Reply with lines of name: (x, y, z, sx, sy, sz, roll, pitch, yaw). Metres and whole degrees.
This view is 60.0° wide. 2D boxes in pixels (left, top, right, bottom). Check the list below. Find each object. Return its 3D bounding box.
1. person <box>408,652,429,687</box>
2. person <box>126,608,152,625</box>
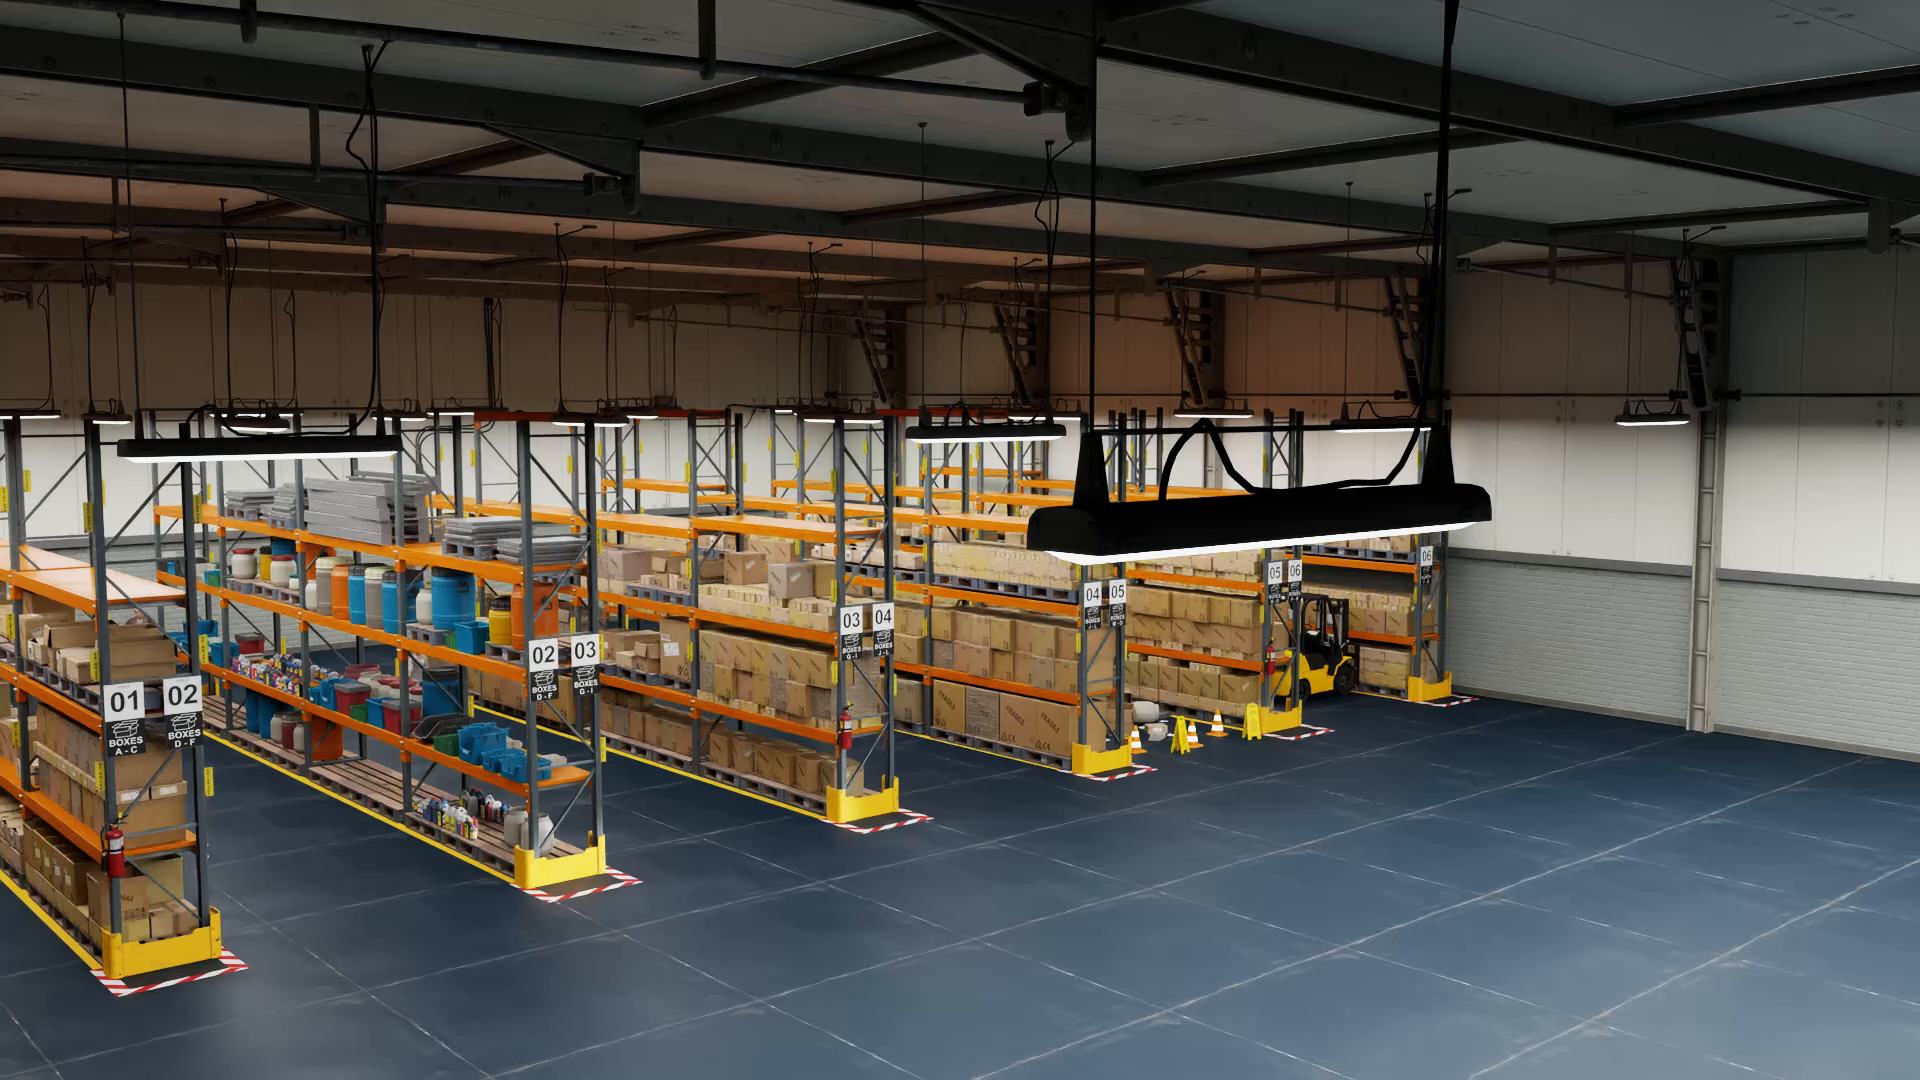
person: (-10.422, 2.721, 32.083, 0.465, 1.539, 0.972, -5, 7, -43)
person: (-17.827, 2.296, 36.163, 0.551, 1.706, 1.164, -2, 6, -24)
